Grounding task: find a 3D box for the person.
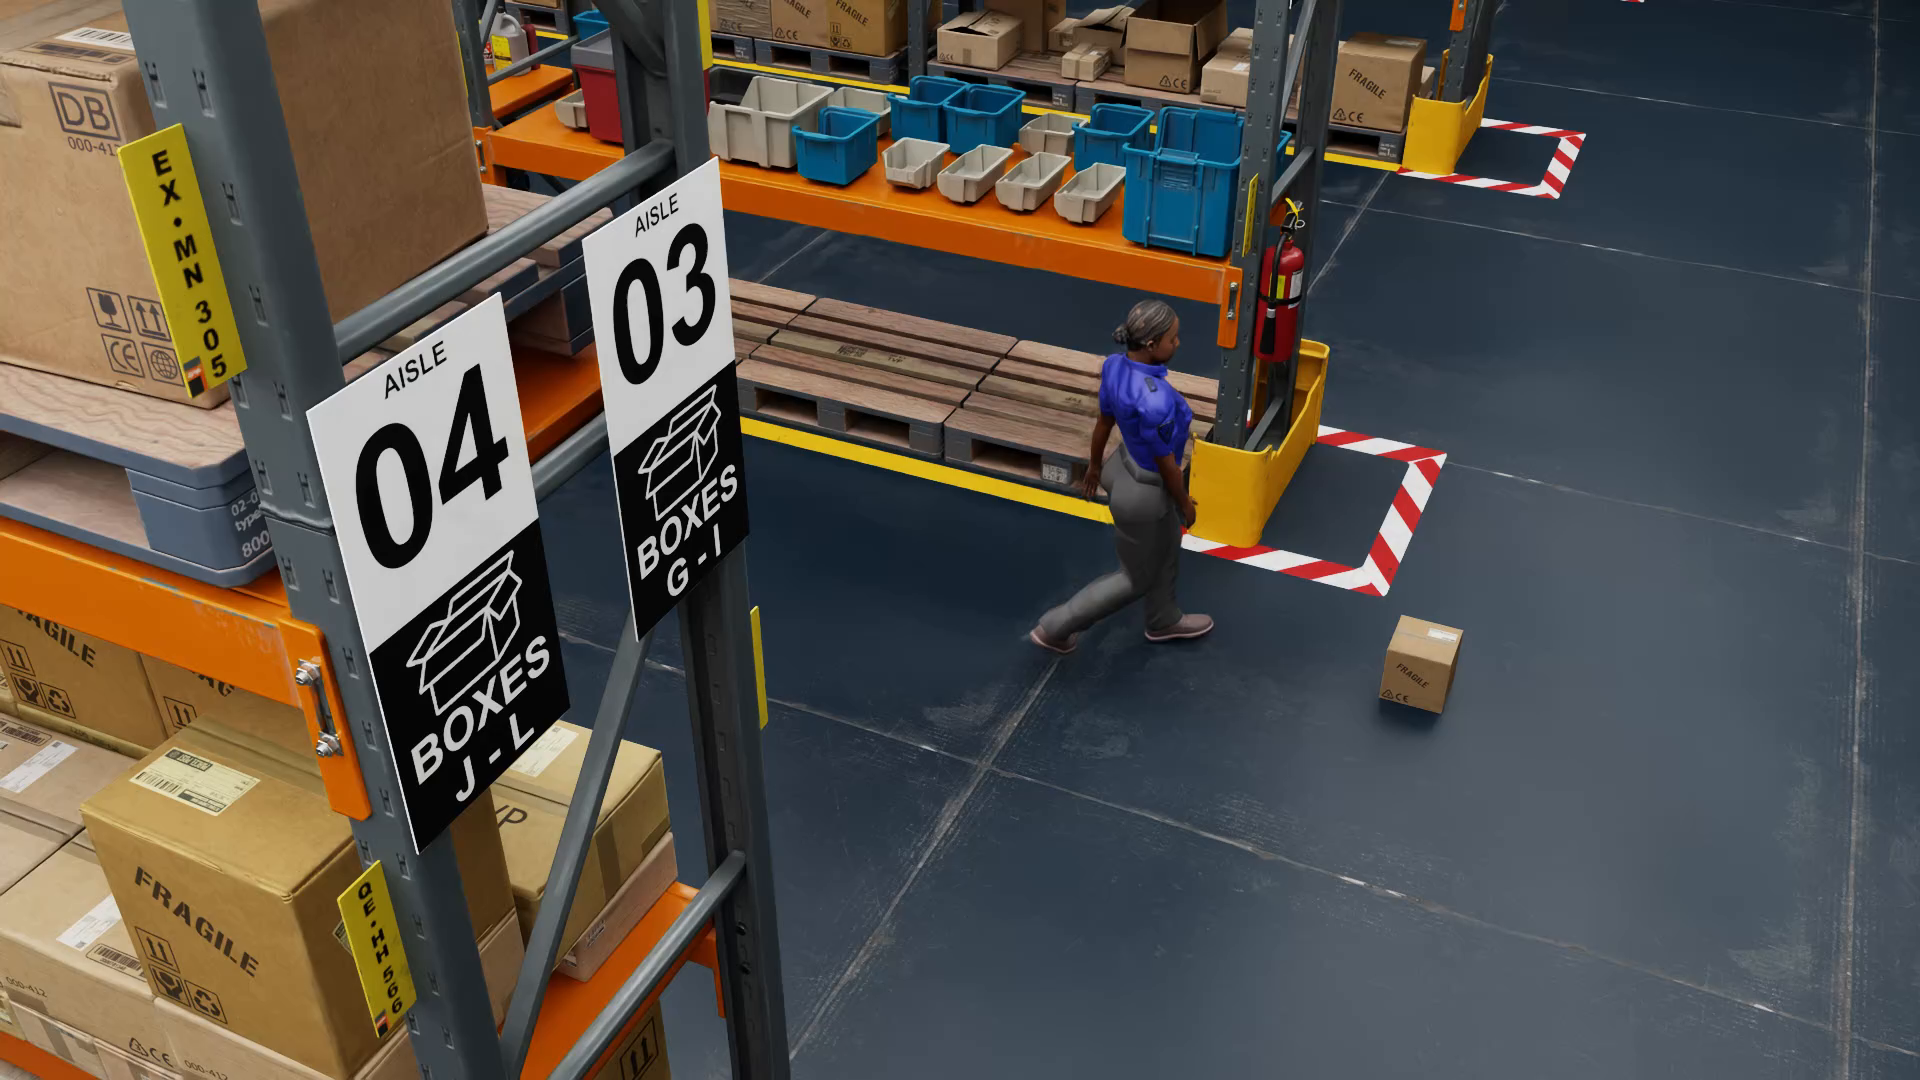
[{"bbox_3d":[0.673,-0.204,6.453,0.830,1.621,0.499,-5,34,-8],"label":"person"}]
